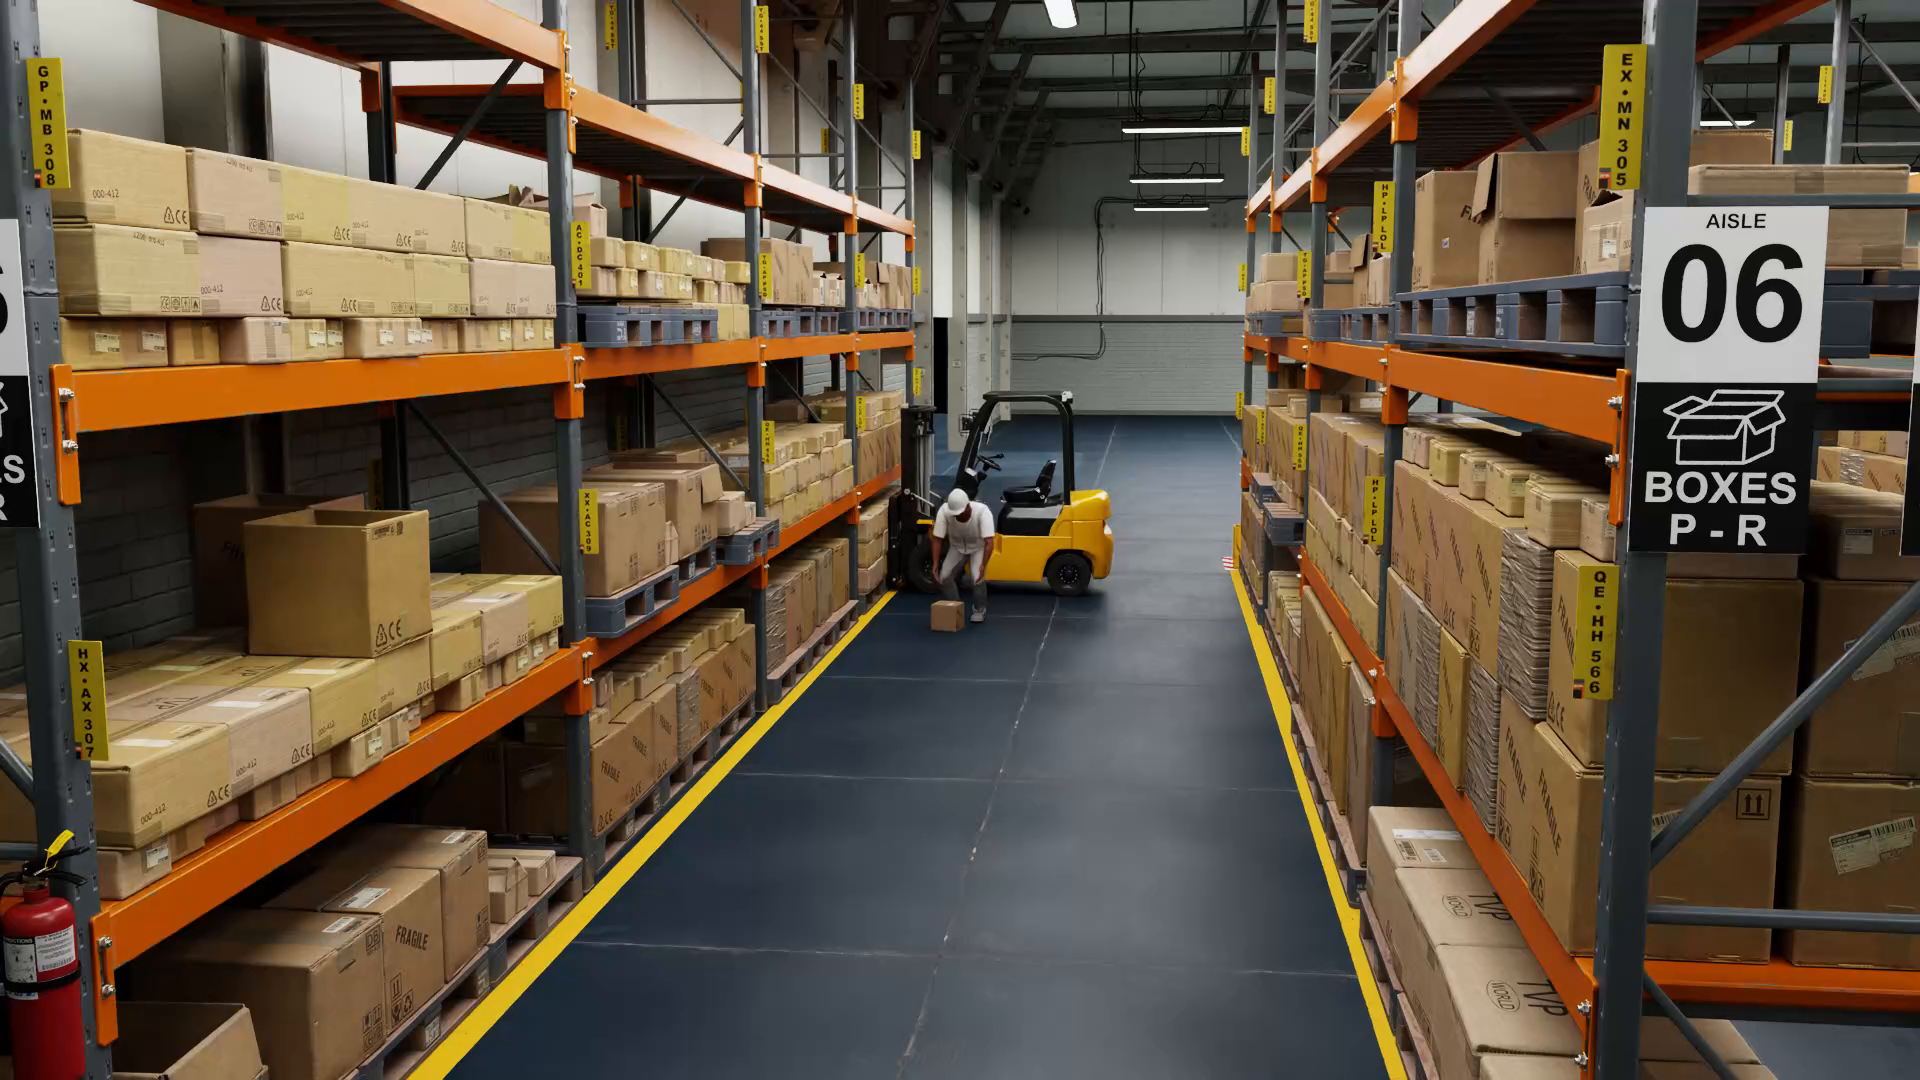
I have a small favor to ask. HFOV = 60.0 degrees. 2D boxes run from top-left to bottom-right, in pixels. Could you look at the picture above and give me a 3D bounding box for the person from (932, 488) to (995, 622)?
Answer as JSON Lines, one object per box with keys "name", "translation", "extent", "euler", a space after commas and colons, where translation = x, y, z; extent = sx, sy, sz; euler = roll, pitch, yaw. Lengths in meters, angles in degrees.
{"name": "person", "translation": [0.068, 0.138, 16.273], "extent": [0.631, 1.343, 0.792], "euler": [3, 8, 20]}
